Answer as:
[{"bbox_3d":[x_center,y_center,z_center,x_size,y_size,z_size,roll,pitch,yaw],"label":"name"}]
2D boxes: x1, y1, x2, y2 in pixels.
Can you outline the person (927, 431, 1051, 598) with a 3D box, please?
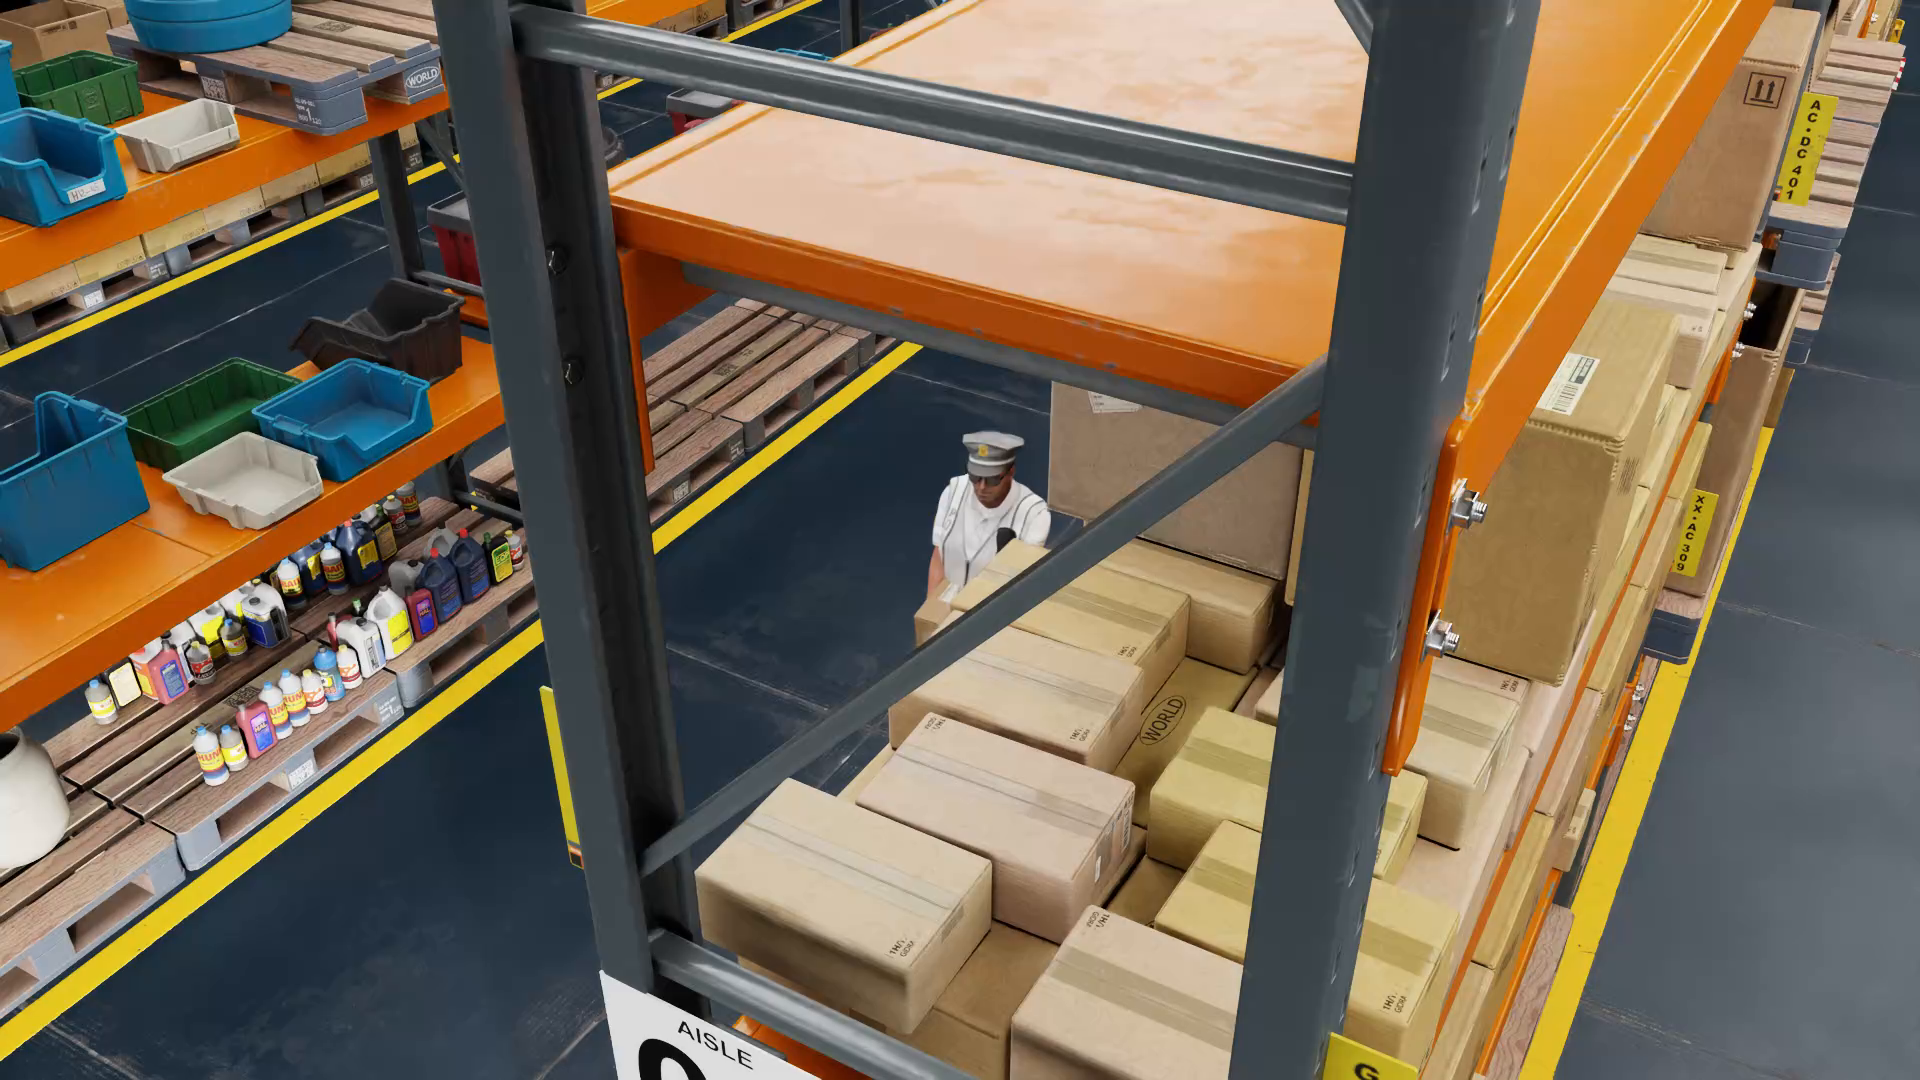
[{"bbox_3d":[0.105,0.330,6.899,0.490,1.764,0.576,17,37,24],"label":"person"}]
